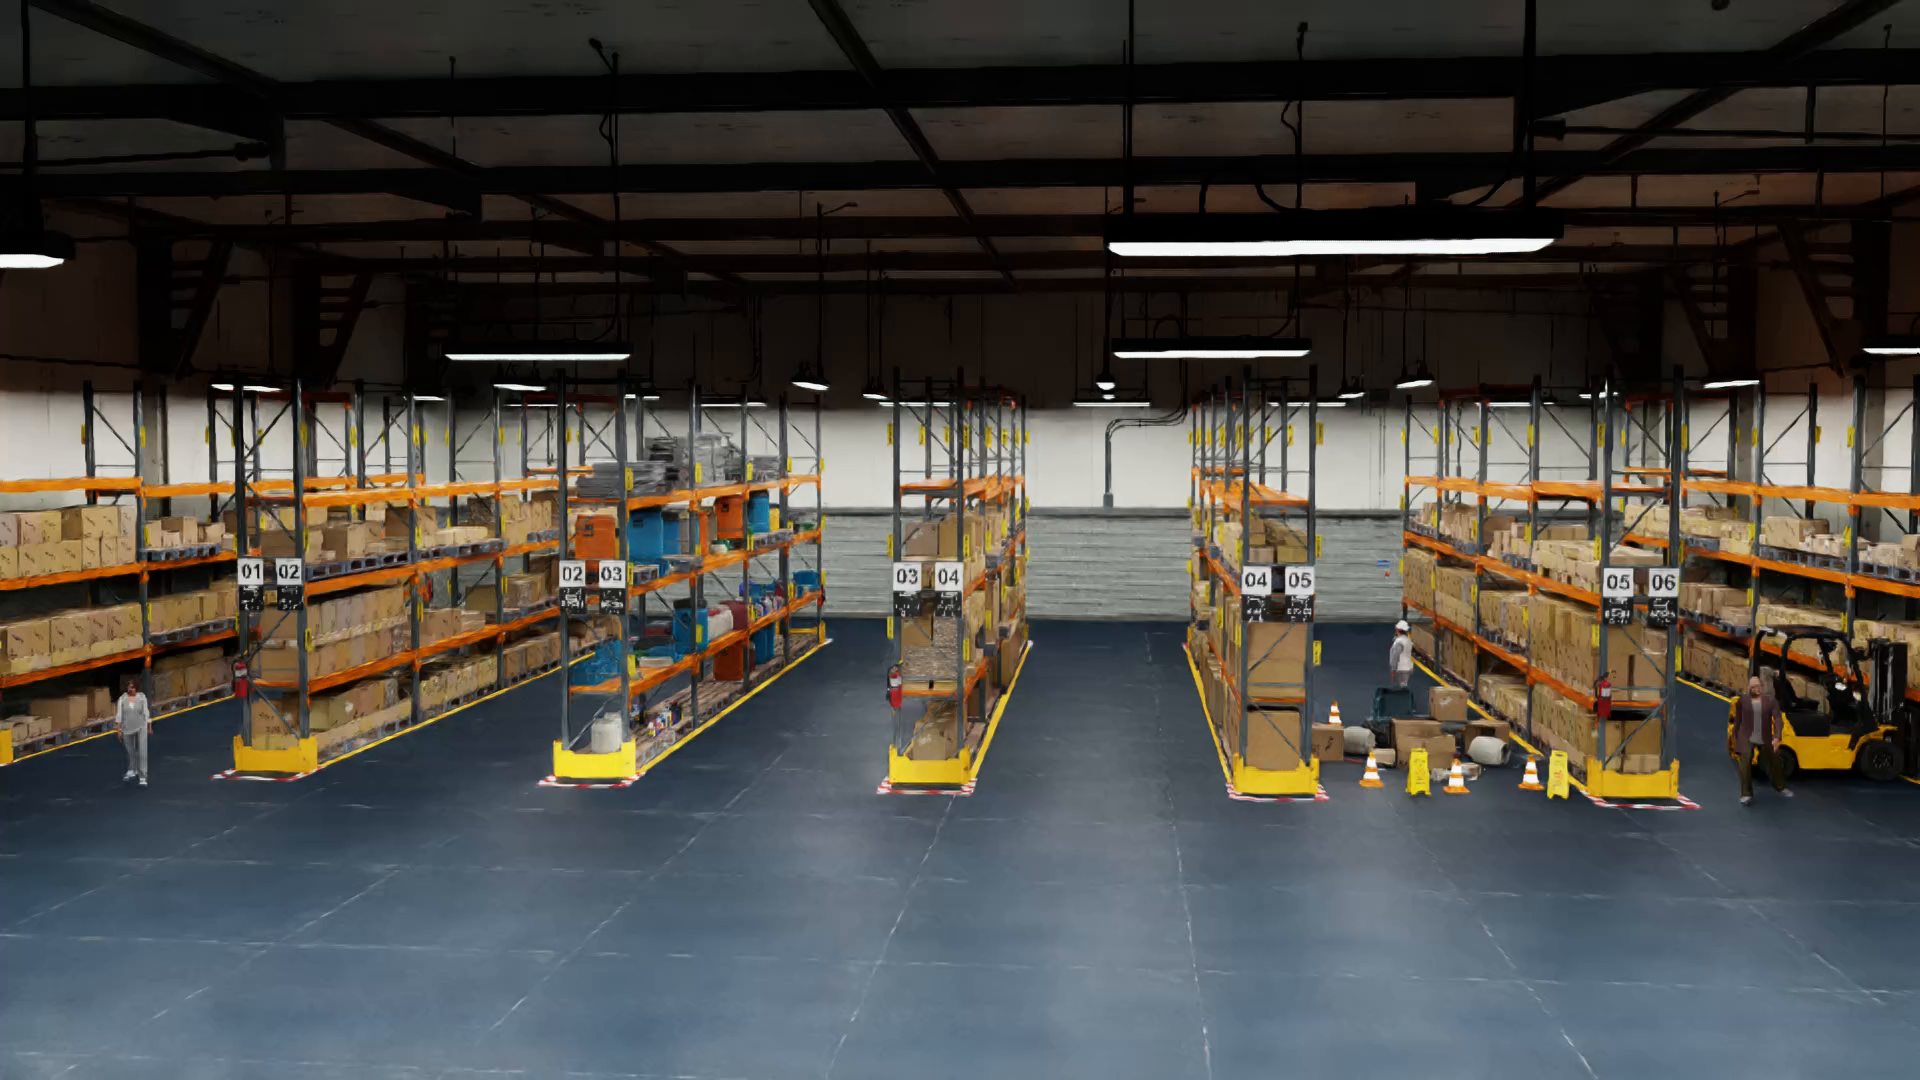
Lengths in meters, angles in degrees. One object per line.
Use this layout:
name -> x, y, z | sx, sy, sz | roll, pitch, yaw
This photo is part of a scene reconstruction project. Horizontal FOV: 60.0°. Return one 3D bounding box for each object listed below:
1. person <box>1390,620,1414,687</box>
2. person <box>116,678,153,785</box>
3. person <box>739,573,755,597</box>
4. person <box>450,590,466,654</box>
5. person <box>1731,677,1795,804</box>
person -> 7.719, 2.287, 29.213 | 0.578, 1.768, 0.626 | 2, 4, 34
person -> -11.915, 2.739, 23.988 | 0.451, 1.538, 0.881 | -1, 4, -18
person -> -5.379, 1.584, 42.101 | 0.447, 1.574, 1.088 | 1, 4, 8
person -> -10.864, 1.920, 35.968 | 0.526, 1.669, 0.565 | 2, 4, 25
person -> 11.005, 2.721, 22.730 | 0.816, 1.728, 0.766 | 1, 4, 20
